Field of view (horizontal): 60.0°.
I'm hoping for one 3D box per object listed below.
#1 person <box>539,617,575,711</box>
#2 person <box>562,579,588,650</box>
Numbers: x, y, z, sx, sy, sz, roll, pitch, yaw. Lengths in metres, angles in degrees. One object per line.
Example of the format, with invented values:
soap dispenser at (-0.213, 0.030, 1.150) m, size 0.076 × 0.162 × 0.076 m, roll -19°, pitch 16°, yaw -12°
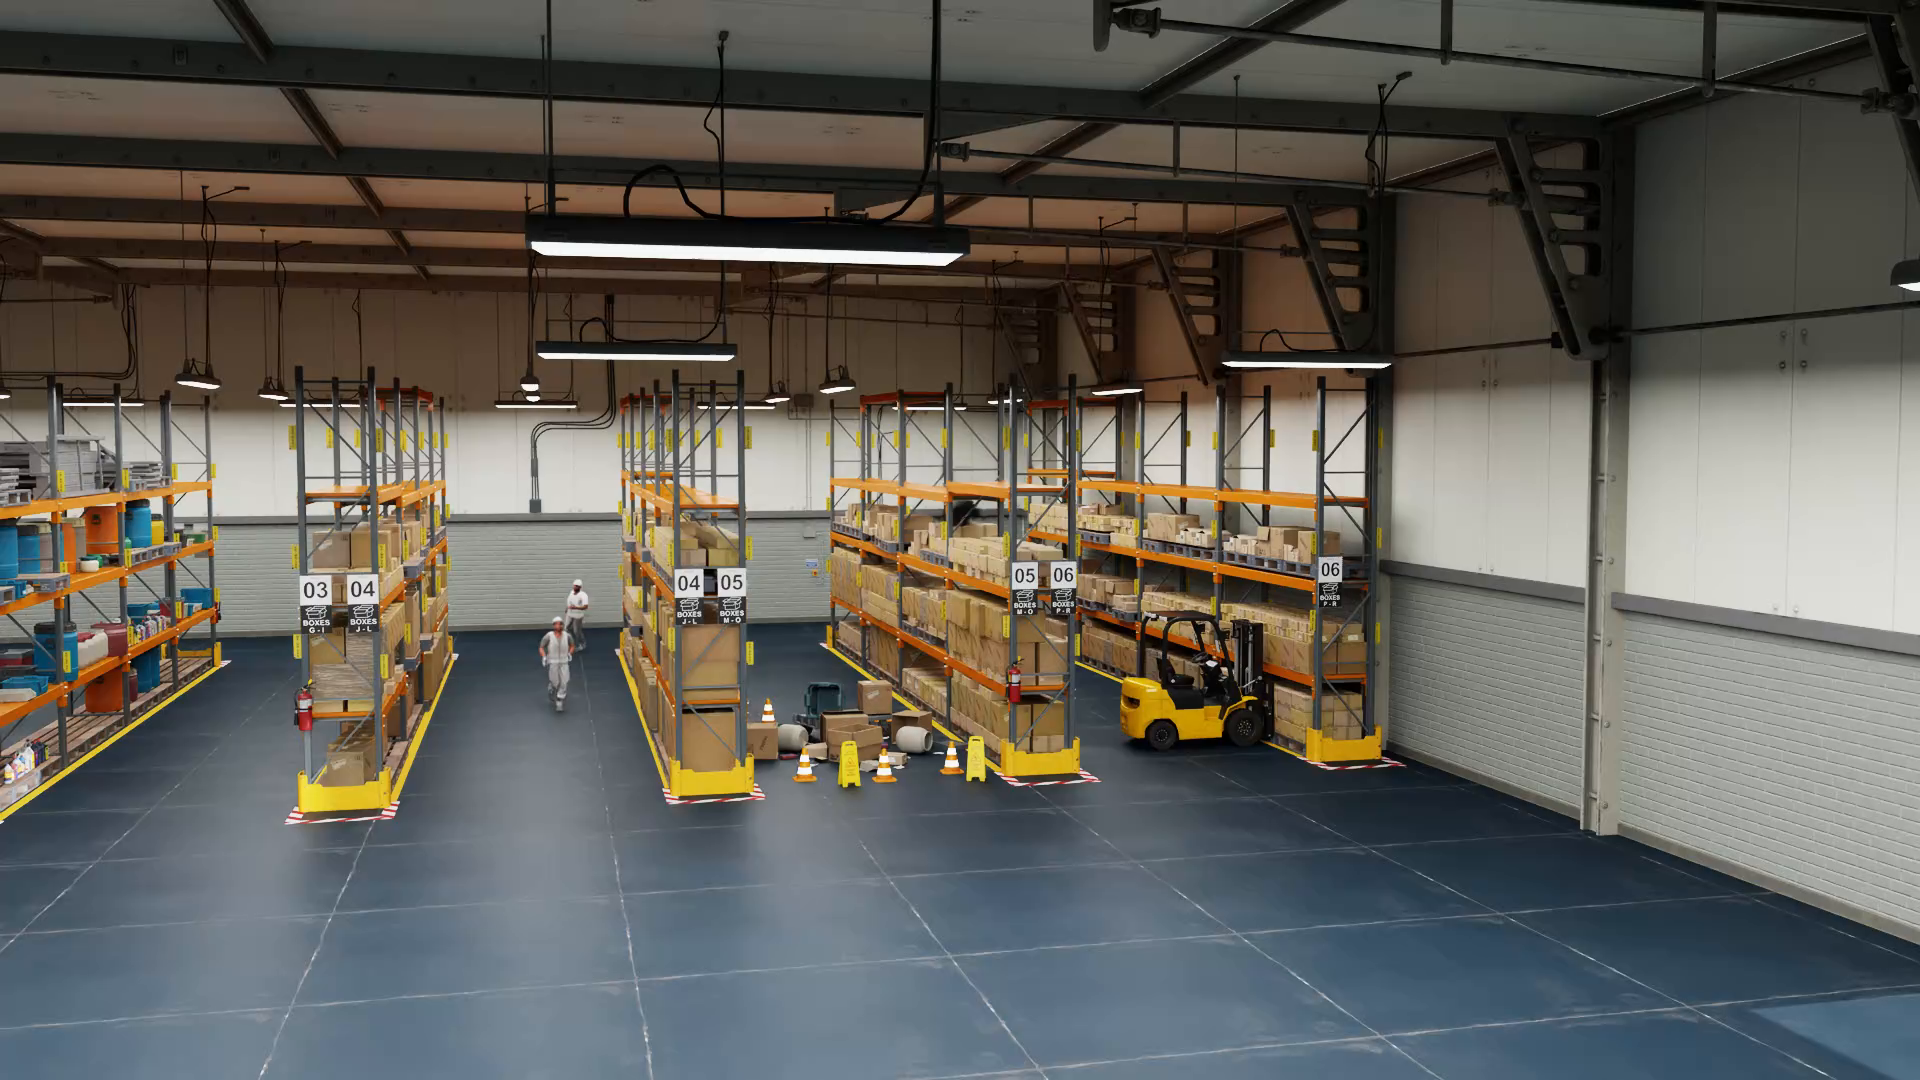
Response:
person at (-7.464, 2.296, 30.906) m, size 0.657 × 1.743 × 0.605 m, roll -2°, pitch 4°, yaw -25°
person at (-8.984, 1.799, 38.977) m, size 0.703 × 1.769 × 0.872 m, roll 2°, pitch 4°, yaw 26°
